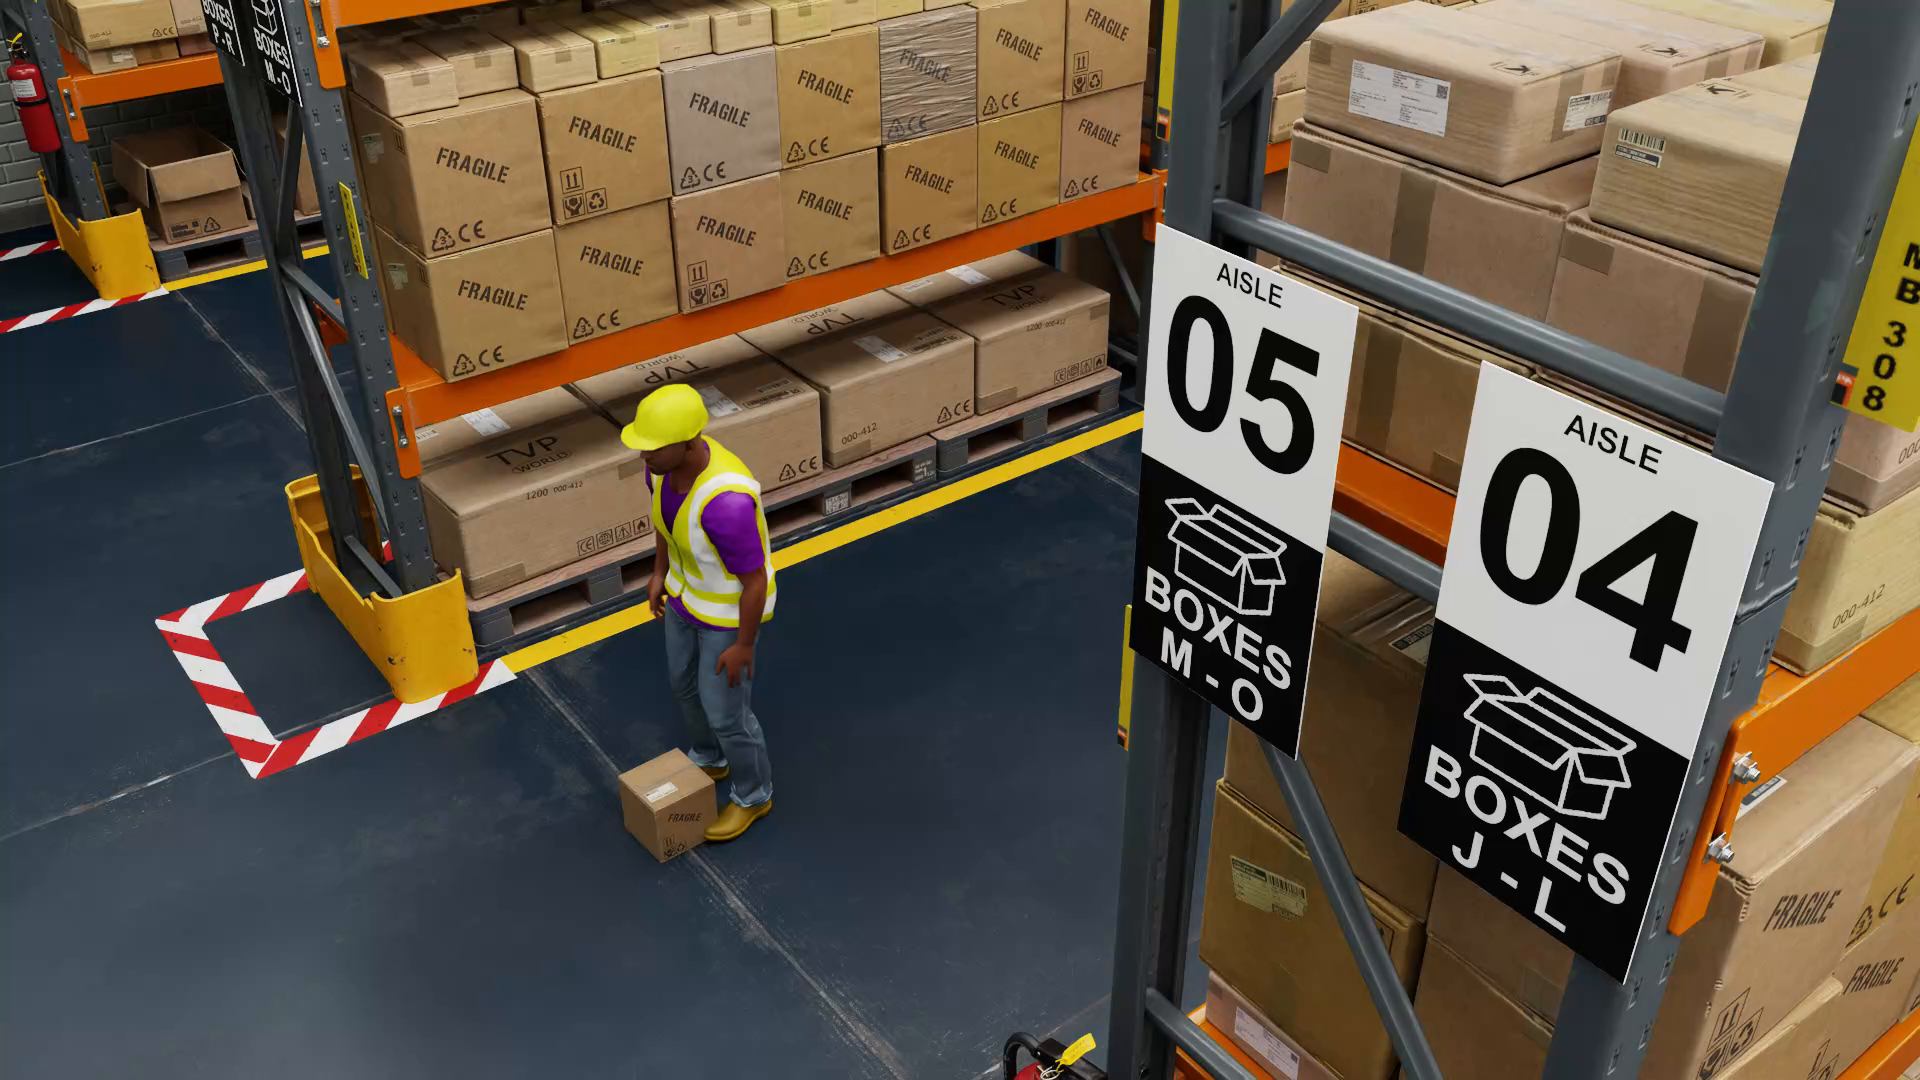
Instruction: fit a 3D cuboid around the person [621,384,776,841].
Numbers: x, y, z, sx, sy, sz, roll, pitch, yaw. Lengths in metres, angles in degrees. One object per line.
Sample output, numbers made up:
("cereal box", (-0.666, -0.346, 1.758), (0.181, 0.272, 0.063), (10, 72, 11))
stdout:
("person", (-0.882, 0.238, 5.737), (0.458, 1.761, 0.626), (-22, 38, -31))
